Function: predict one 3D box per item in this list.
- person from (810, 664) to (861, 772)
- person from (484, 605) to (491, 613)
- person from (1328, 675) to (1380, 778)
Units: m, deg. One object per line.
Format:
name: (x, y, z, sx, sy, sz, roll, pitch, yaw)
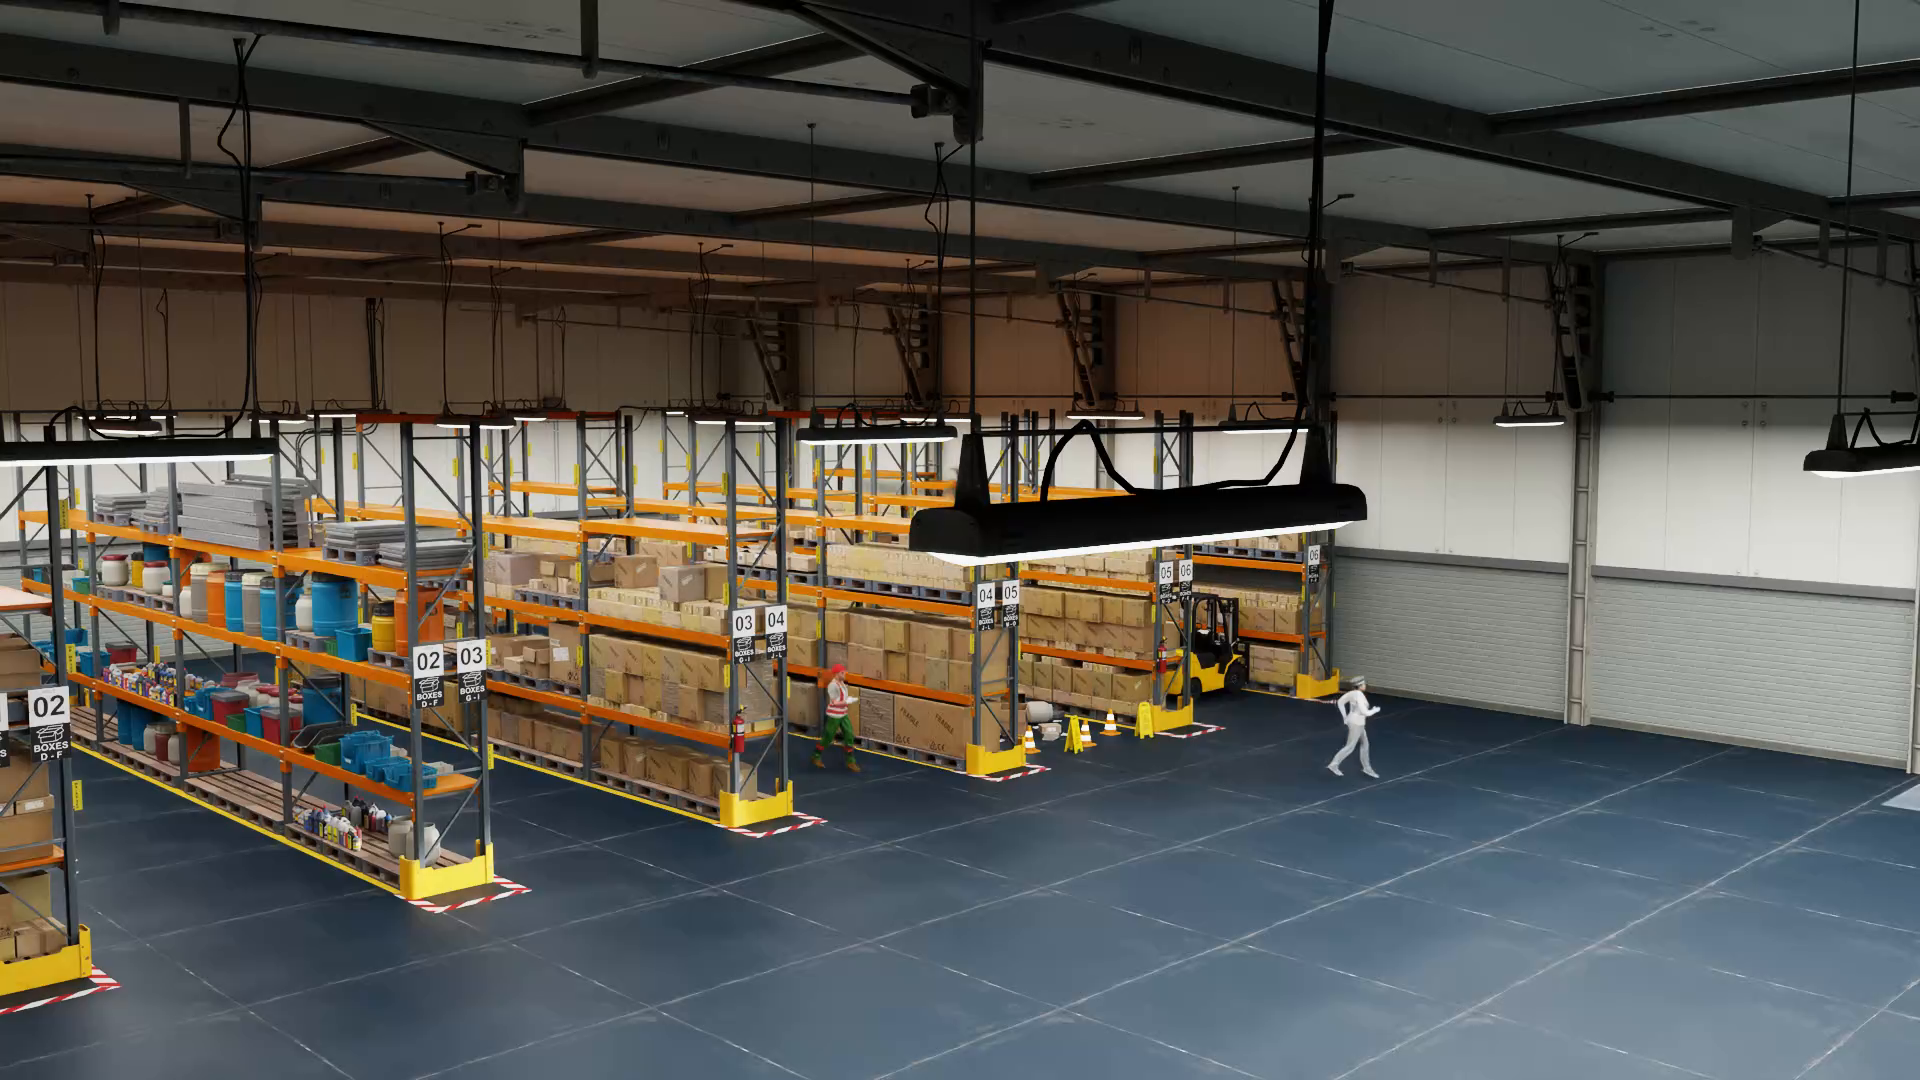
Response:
person: (-2.095, 2.986, 27.997, 0.905, 1.824, 0.652, 2, 5, 21)
person: (-11.431, 1.959, 40.192, 0.933, 1.810, 0.798, -3, 6, -31)
person: (6.505, 3.089, 27.446, 0.883, 1.715, 0.589, 0, 5, -1)
